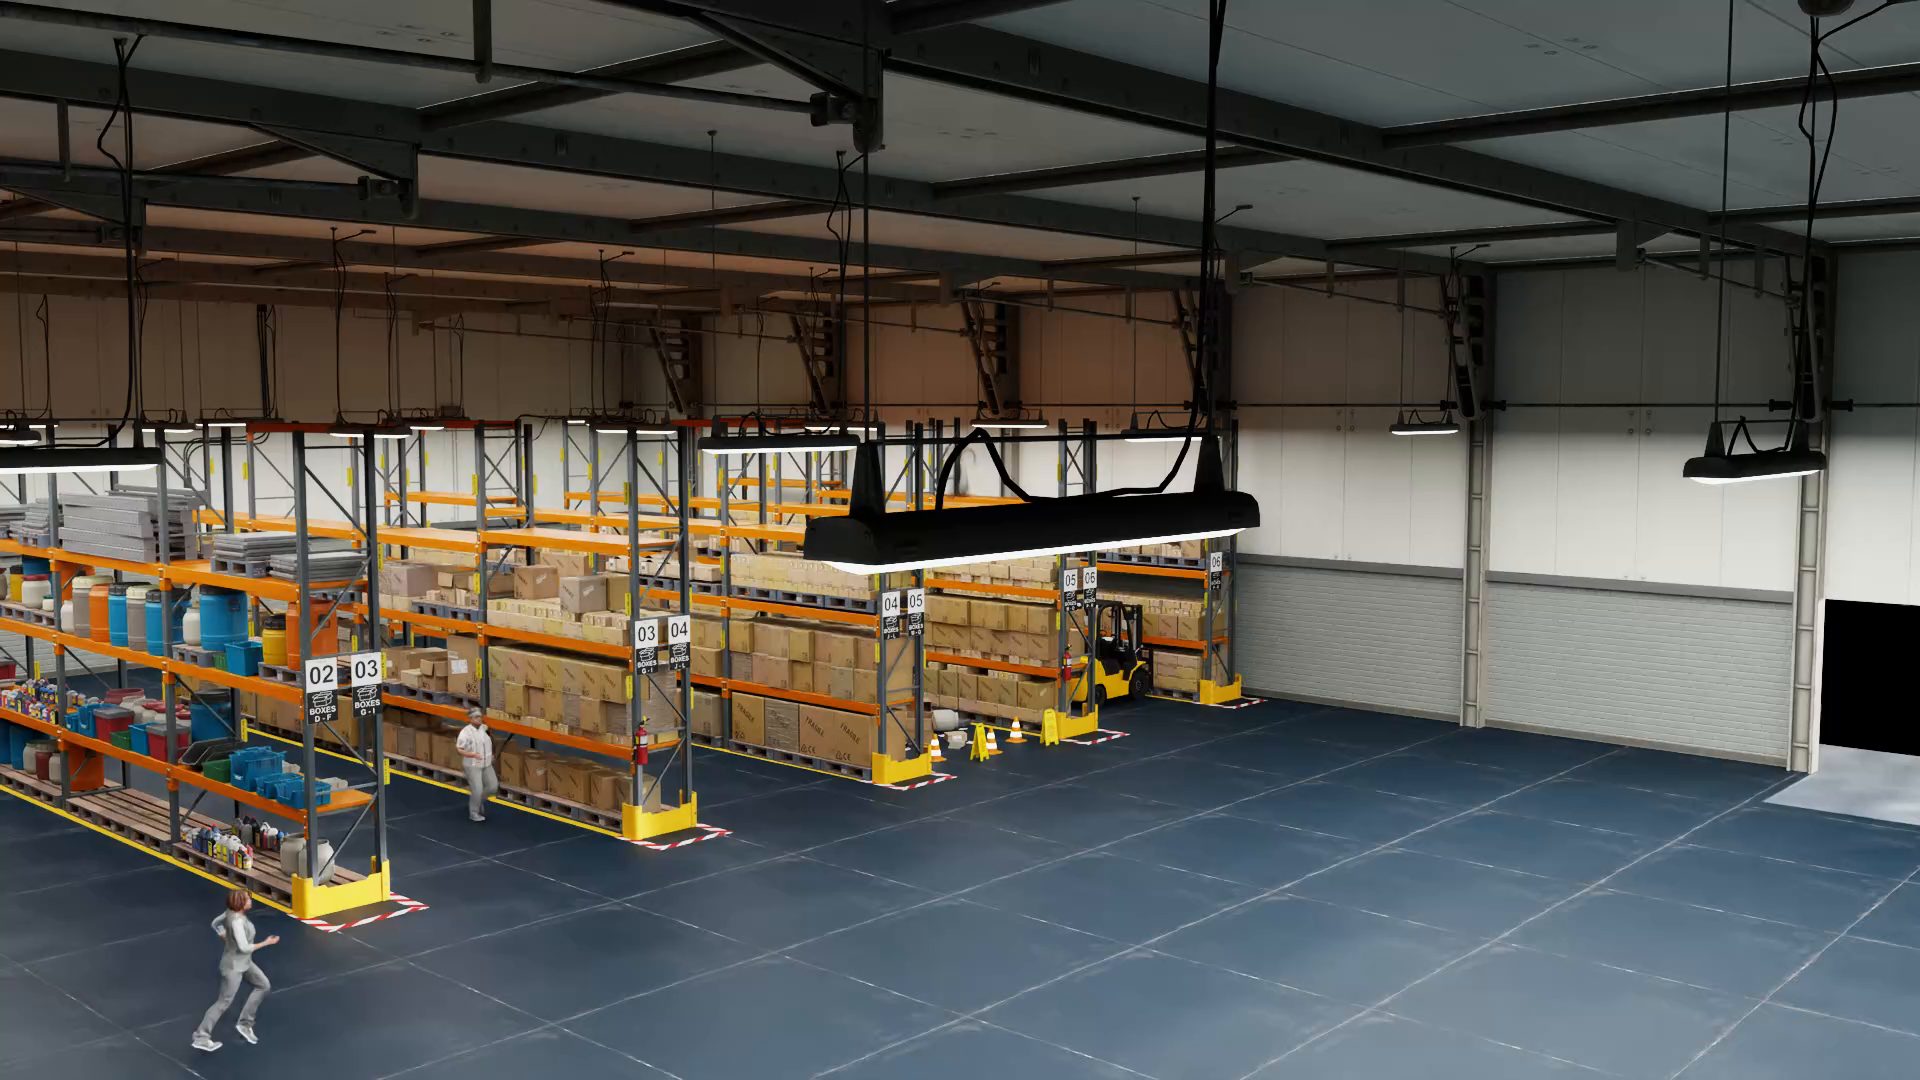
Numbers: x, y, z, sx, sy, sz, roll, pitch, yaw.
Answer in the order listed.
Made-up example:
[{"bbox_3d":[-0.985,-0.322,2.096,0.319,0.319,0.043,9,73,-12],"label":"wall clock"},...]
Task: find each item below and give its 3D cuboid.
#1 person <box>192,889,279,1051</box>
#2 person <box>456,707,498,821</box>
[{"bbox_3d":[-7.100,4.195,16.305,0.813,1.590,0.548,-2,5,-20],"label":"person"},{"bbox_3d":[-7.283,3.398,25.228,0.609,1.729,0.654,4,6,39],"label":"person"}]
